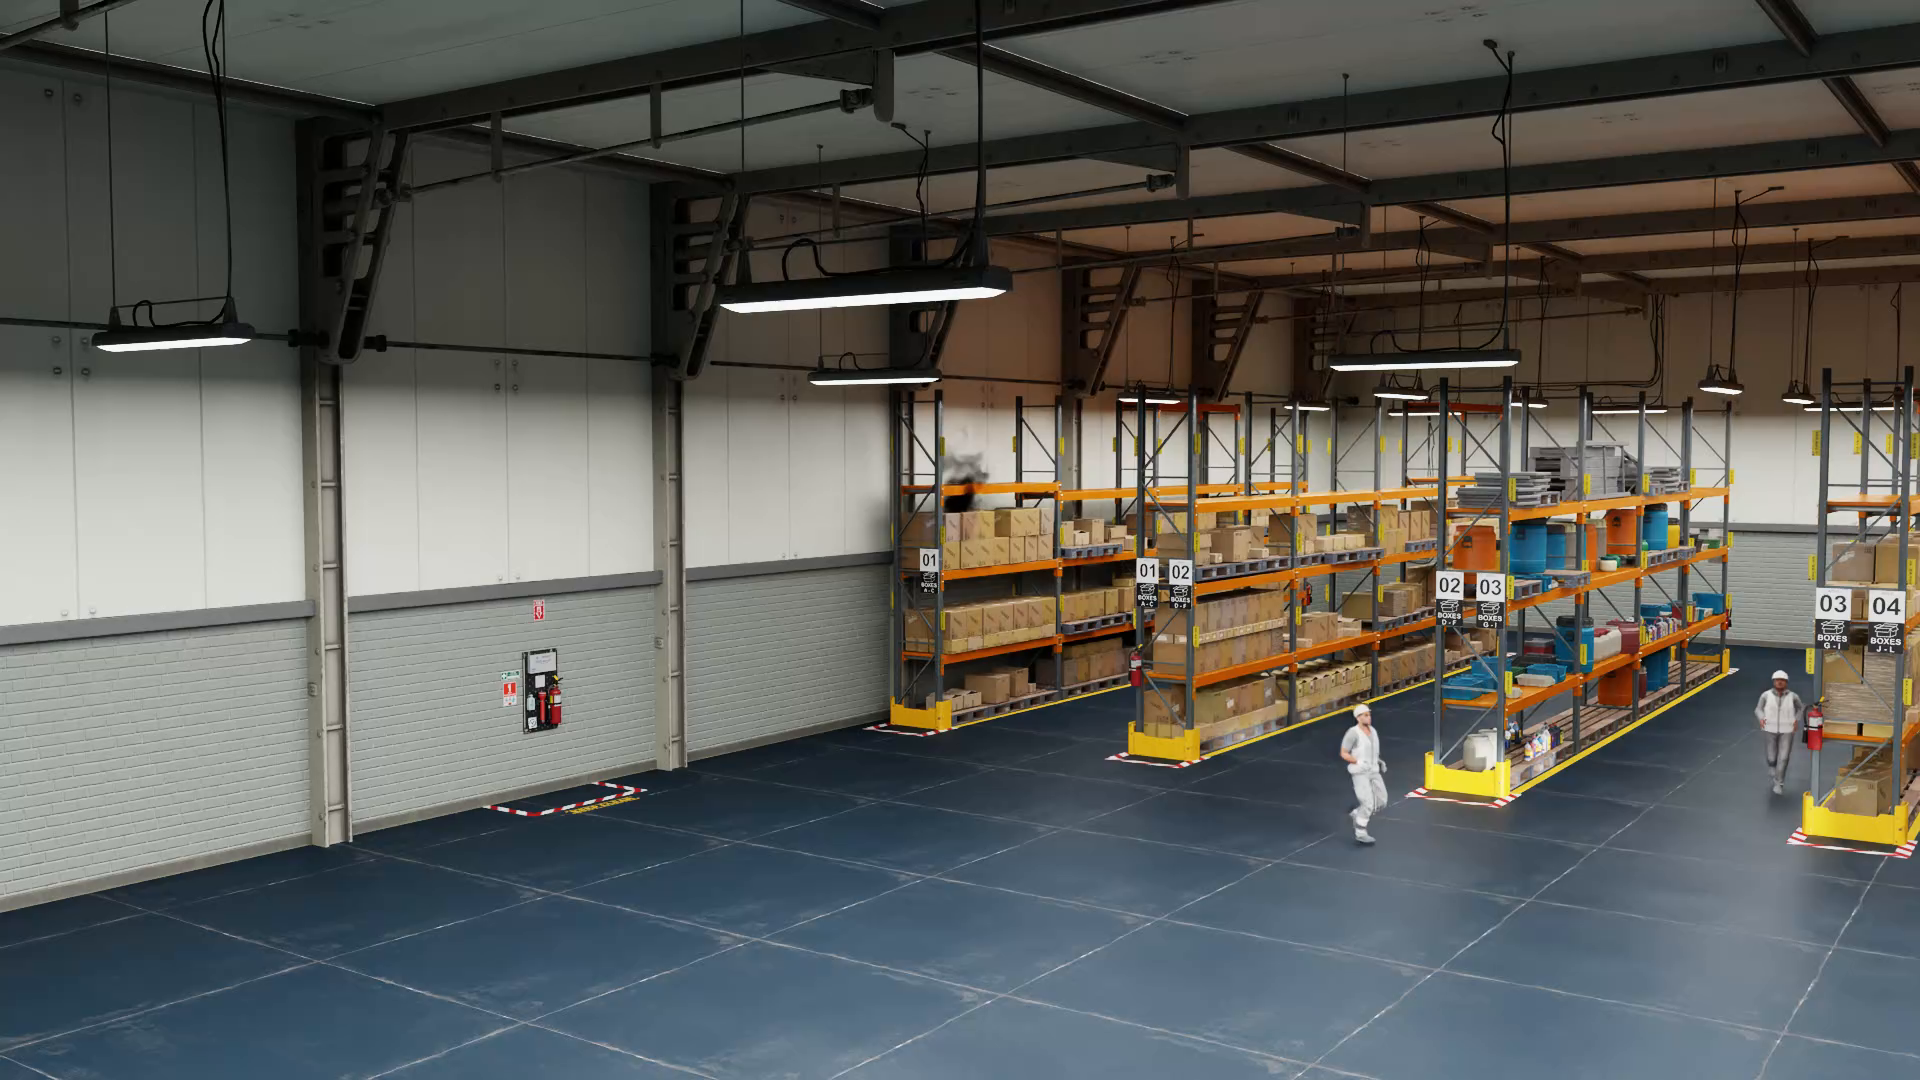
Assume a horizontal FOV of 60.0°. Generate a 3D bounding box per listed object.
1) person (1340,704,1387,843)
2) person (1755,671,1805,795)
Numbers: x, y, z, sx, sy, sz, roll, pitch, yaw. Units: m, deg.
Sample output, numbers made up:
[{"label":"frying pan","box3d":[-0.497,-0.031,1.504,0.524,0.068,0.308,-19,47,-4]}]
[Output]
[{"label":"person","box3d":[5.118,2.947,21.014,0.651,1.738,0.612,-2,4,-31]},{"label":"person","box3d":[11.942,2.779,24.228,0.661,1.758,0.792,2,4,28]}]
